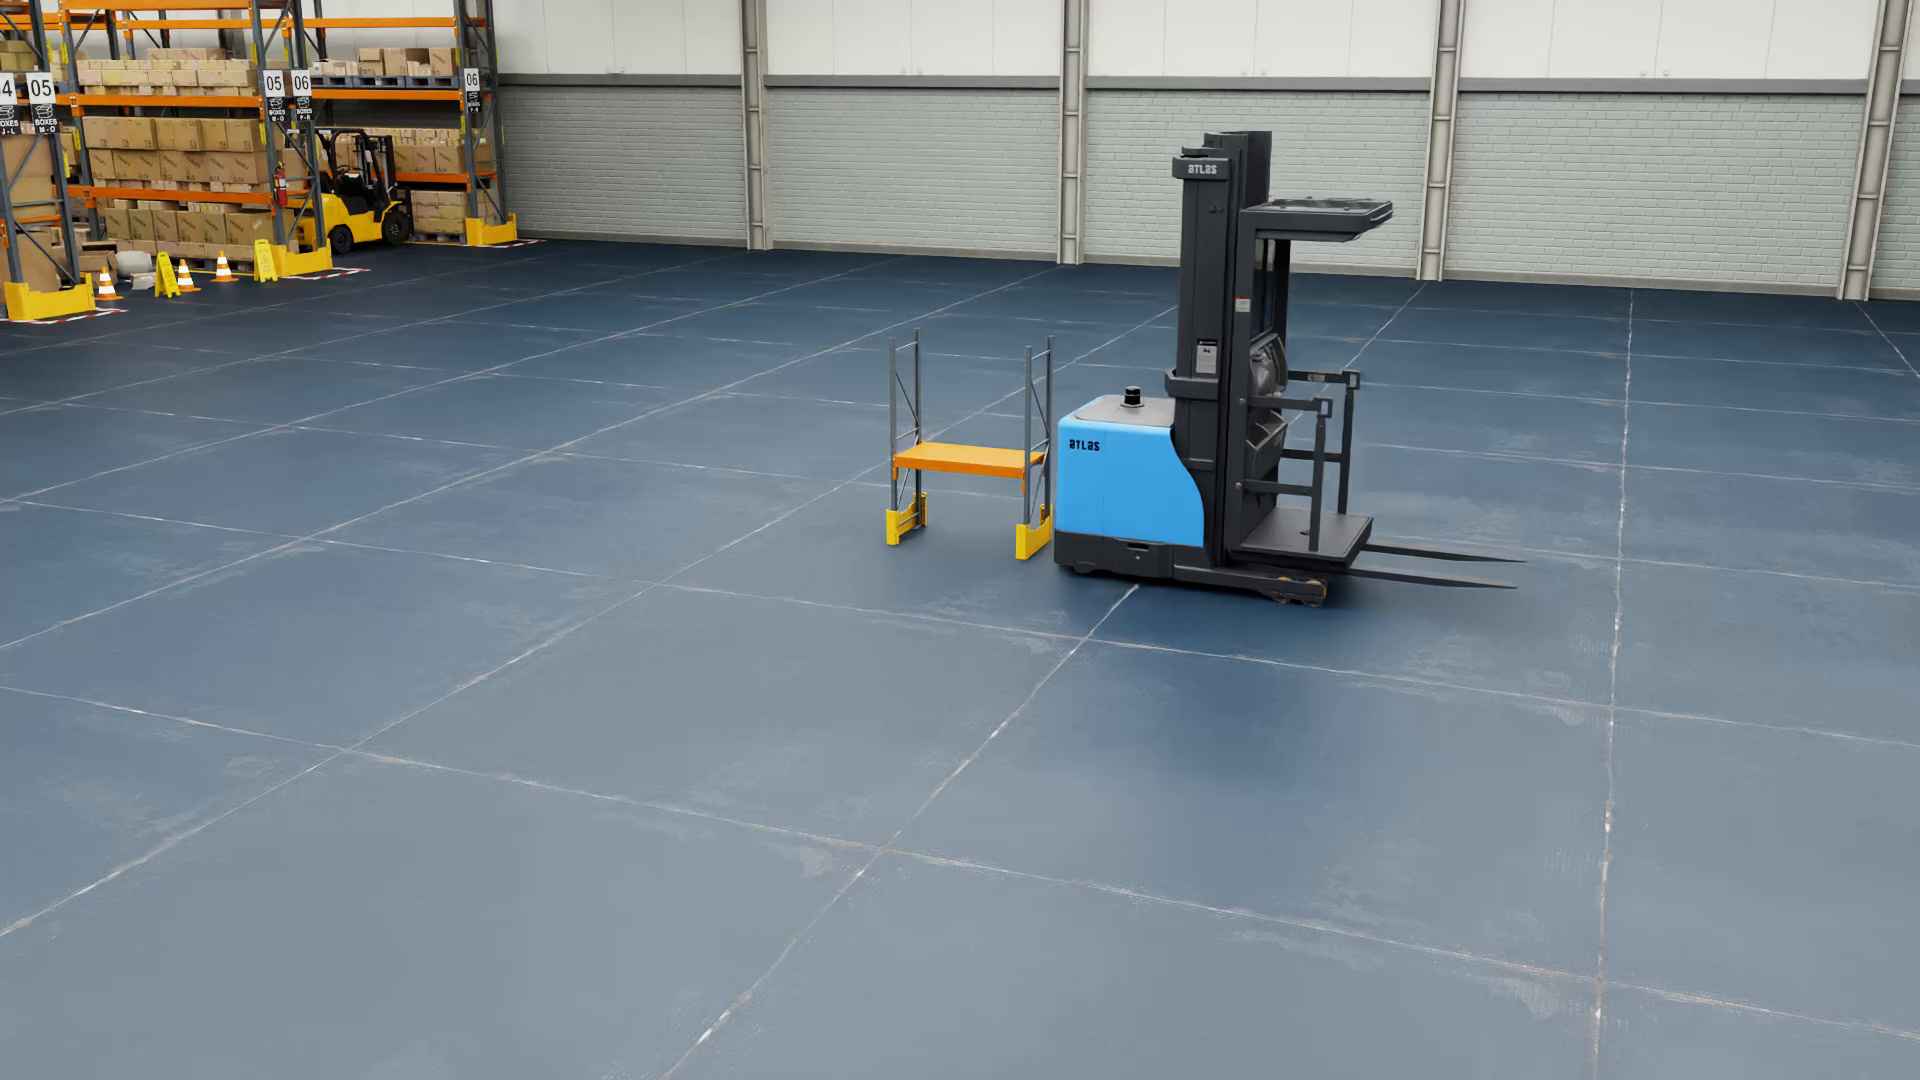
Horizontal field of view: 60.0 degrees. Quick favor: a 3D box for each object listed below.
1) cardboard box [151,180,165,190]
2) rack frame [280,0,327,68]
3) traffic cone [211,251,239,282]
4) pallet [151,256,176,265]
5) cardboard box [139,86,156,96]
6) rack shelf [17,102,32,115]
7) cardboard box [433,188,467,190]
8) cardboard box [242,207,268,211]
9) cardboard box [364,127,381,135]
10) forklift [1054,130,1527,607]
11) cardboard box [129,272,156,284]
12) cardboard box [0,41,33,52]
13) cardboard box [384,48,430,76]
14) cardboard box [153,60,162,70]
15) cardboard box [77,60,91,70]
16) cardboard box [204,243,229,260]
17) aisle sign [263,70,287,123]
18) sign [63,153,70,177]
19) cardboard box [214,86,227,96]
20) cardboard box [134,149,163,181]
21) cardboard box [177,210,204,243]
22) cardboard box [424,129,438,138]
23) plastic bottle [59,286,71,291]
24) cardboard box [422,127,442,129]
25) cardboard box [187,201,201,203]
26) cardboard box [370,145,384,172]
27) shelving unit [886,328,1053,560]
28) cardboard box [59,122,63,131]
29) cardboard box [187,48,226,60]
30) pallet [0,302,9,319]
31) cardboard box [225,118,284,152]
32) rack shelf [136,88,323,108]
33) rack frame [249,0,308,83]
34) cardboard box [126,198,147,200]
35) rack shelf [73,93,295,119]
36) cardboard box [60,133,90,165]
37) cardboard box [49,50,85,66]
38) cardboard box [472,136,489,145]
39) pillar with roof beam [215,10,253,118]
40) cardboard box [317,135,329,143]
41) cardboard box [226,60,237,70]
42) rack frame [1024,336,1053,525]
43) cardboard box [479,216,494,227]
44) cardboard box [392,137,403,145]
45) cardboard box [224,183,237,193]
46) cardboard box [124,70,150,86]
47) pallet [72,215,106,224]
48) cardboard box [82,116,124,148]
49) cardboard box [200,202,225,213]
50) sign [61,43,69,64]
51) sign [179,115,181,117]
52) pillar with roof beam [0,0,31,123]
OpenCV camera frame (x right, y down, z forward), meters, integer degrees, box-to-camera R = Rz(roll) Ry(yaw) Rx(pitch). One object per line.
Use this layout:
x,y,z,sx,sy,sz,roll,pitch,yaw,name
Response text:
-13.123,-5.879,27.495,0.250,0.149,0.380,6,17,21,cardboard box
-12.668,-10.417,31.916,0.127,3.000,1.000,6,17,21,rack frame
-11.638,-4.330,26.260,0.334,0.463,0.336,6,17,21,traffic cone
-13.848,-4.850,28.500,1.213,0.211,1.003,6,17,21,pallet
-13.118,-7.318,27.072,0.250,0.149,0.380,6,17,20,cardboard box
-14.347,-5.845,22.836,4.000,0.370,1.077,6,17,21,rack shelf
-9.790,-6.637,32.040,0.500,0.250,0.500,6,17,21,cardboard box
-11.924,-5.289,27.847,0.500,0.500,0.500,6,17,19,cardboard box
-11.252,-7.818,31.846,0.250,0.149,0.380,6,17,20,cardboard box
2.209,-1.148,10.871,3.031,2.935,1.130,7,17,22,forklift
-12.724,-4.080,25.962,0.380,0.149,0.250,-12,20,-37,cardboard box
-12.680,-6.614,22.285,0.250,0.149,0.380,6,17,21,cardboard box
-10.364,-8.978,31.227,0.500,0.500,0.700,6,17,21,cardboard box
-12.836,-7.697,26.946,0.250,0.149,0.380,7,17,22,cardboard box
-14.312,-7.834,27.420,0.250,0.149,0.380,6,17,20,cardboard box
-12.094,-4.788,27.466,0.500,0.250,0.500,6,17,21,cardboard box
-10.813,-7.006,26.264,0.004,0.787,0.394,6,17,21,aisle sign
-12.277,-5.142,22.811,0.005,0.325,0.100,6,17,21,sign
-11.677,-7.176,26.582,0.250,0.149,0.380,7,18,22,cardboard box
-13.240,-6.222,27.513,0.500,0.500,0.500,6,17,20,cardboard box
-12.559,-5.201,27.542,0.500,0.500,0.500,6,17,19,cardboard box
-9.851,-7.648,31.262,0.250,0.149,0.380,7,17,22,cardboard box
-13.510,-3.804,25.168,0.283,0.061,0.133,0,16,1,plastic bottle
-10.141,-7.828,31.880,0.250,0.149,0.380,7,18,22,cardboard box
-15.203,-6.874,33.979,0.625,0.625,0.875,7,18,22,cardboard box
-10.928,-7.314,31.807,0.500,0.500,0.500,6,17,21,cardboard box
0.071,-0.712,11.938,1.083,1.500,0.587,6,17,21,shelving unit
-15.841,-7.177,28.885,0.250,0.149,0.380,7,18,24,cardboard box
-14.857,-9.442,32.826,0.500,0.500,0.500,7,17,22,cardboard box
-13.259,-3.267,23.050,1.213,0.211,1.003,6,17,21,pallet
-11.320,-6.506,26.697,0.500,0.500,0.700,6,17,19,cardboard box
-14.528,-8.836,33.139,4.000,0.370,1.077,6,17,21,rack shelf
-10.764,-8.720,26.071,0.127,3.000,1.000,6,17,21,rack frame
-16.861,-6.934,34.409,0.500,0.500,0.500,7,18,22,cardboard box
-12.625,-7.139,27.294,4.000,0.370,1.077,6,17,21,rack shelf
-14.999,-6.629,28.161,0.500,0.500,0.500,6,17,20,cardboard box
-15.071,-8.085,27.882,0.500,0.250,0.500,7,17,22,cardboard box
-9.167,-7.588,31.590,0.250,0.149,0.380,6,17,19,cardboard box
-16.425,-9.810,29.825,0.400,9.000,9.100,6,17,21,pillar with roof beam
-12.226,-7.769,32.211,0.250,0.149,0.380,7,17,22,cardboard box
-11.413,-7.536,26.394,0.250,0.149,0.380,7,17,22,cardboard box
0.552,-0.660,11.755,0.032,1.500,0.500,6,17,21,rack frame
-9.332,-6.109,32.016,0.500,0.250,0.500,6,17,21,cardboard box
-10.574,-7.574,31.541,0.250,0.149,0.380,6,17,21,cardboard box
-11.698,-5.730,26.983,0.250,0.149,0.380,6,17,20,cardboard box
-13.232,-7.539,27.117,0.500,0.250,0.500,6,17,21,cardboard box
-18.200,-6.818,35.279,1.213,0.211,1.003,6,17,21,pallet
-14.156,-6.818,27.773,0.500,0.500,0.700,6,17,20,cardboard box
-12.204,-5.453,27.247,0.250,0.149,0.380,7,17,22,cardboard box
-14.686,-7.982,27.274,0.005,0.325,0.100,6,17,21,sign
-16.188,-8.646,34.498,0.005,0.325,0.100,6,17,21,sign
-22.006,-10.424,31.940,0.400,9.000,9.100,6,17,21,pillar with roof beam
